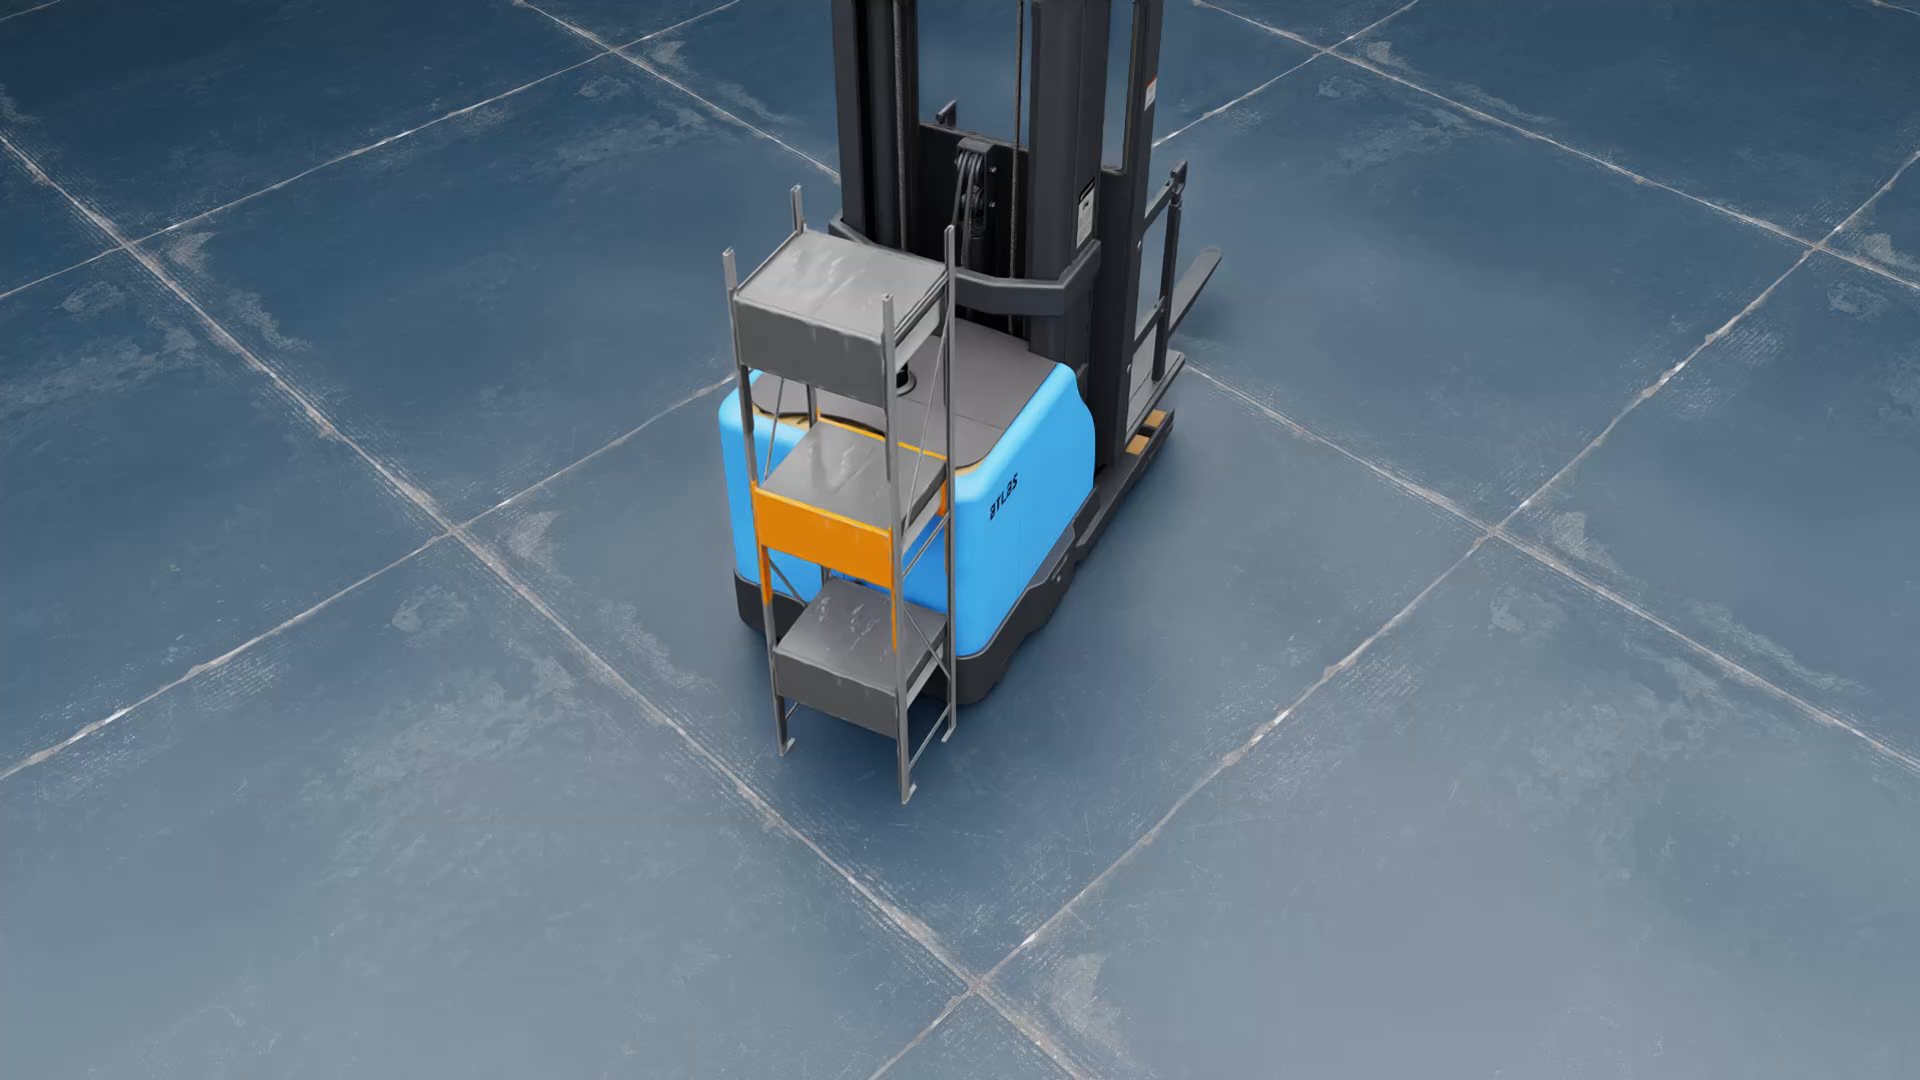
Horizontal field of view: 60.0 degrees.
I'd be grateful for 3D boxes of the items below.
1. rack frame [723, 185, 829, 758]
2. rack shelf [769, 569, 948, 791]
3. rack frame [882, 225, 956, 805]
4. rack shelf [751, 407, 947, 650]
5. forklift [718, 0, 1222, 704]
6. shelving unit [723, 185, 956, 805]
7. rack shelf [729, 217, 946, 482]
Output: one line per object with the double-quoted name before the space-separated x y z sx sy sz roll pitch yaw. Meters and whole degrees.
"rack frame" -0.548 -0.121 5.333 0.015 2.100 0.400 18 46 19
"rack shelf" -0.328 0.476 5.739 0.480 0.518 0.431 18 46 19
"rack frame" -0.109 0.024 5.177 0.015 2.100 0.400 18 46 19
"rack shelf" -0.328 -0.038 5.264 0.480 0.518 0.431 18 46 19
"forklift" 0.268 -1.483 6.195 1.130 2.935 3.031 19 46 19
"shelving unit" -0.328 -0.048 5.255 0.503 2.100 0.431 18 46 19
"rack shelf" -0.328 -0.552 4.789 0.480 0.518 0.431 18 46 19
